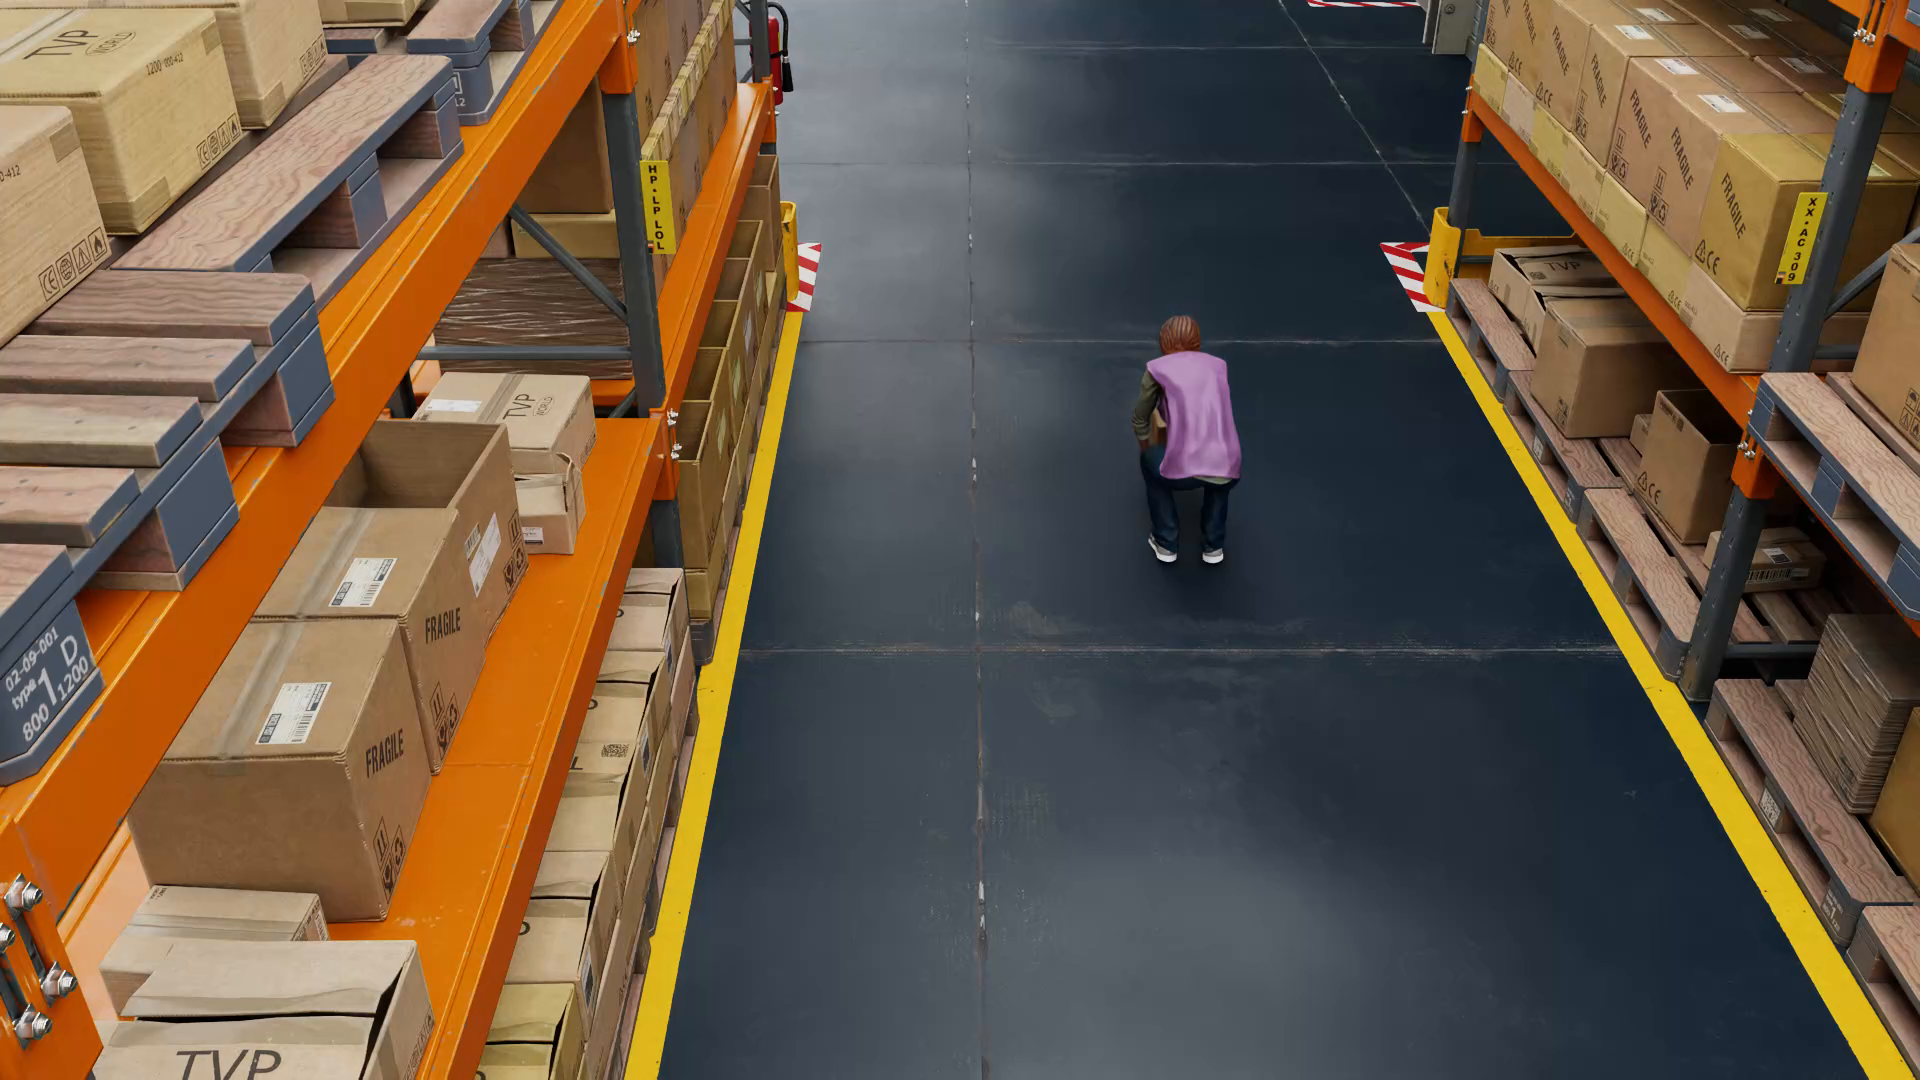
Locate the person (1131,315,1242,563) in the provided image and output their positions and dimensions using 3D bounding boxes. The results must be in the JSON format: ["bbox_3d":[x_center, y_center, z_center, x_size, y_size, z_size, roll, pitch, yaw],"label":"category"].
[{"bbox_3d":[1.006,-0.414,7.378,0.454,0.997,0.765,0,32,0],"label":"person"}]
